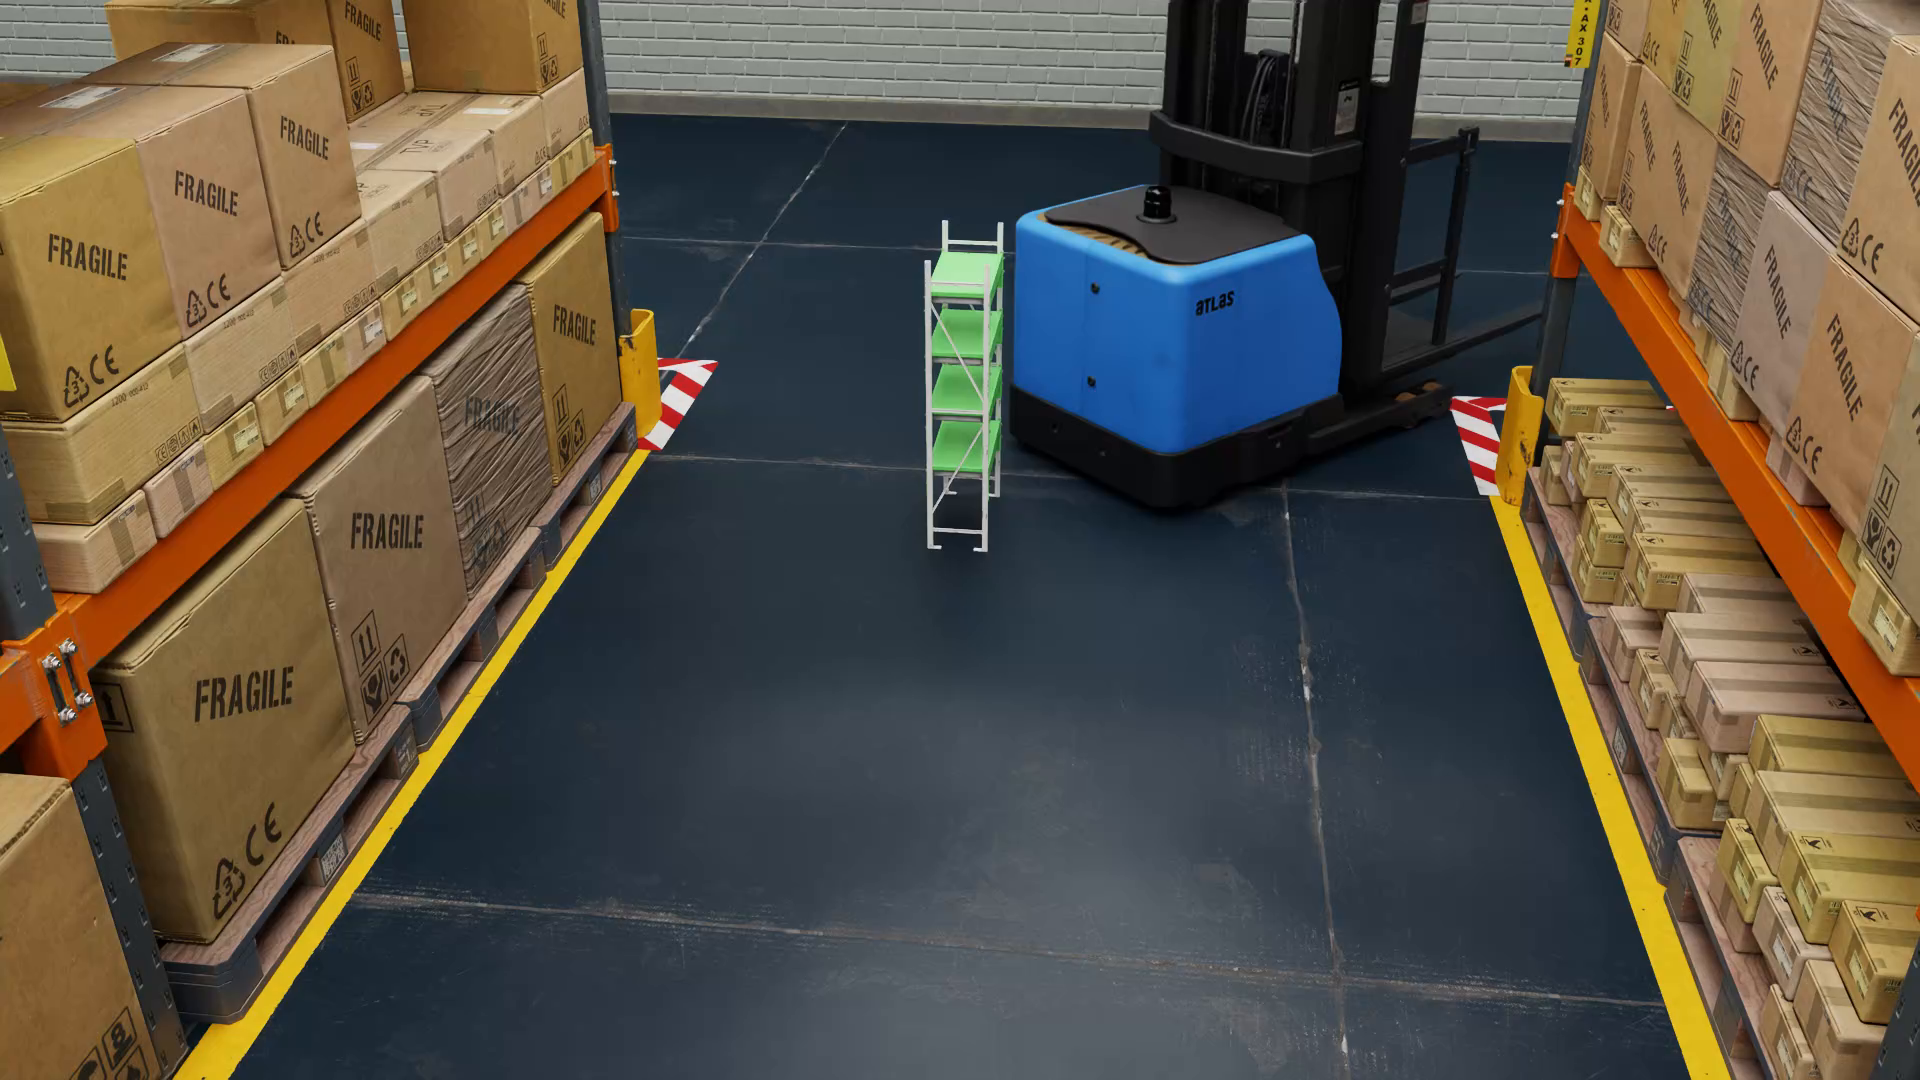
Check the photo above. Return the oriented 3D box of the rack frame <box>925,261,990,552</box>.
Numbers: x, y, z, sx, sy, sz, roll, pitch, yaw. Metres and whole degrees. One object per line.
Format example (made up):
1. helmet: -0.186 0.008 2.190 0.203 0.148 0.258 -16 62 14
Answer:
1. rack frame: -0.010 -0.491 6.397 0.240 1.200 0.015 3 28 6

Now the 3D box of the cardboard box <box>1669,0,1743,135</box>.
1. cardboard box: 2.449 -1.484 4.868 0.500 0.500 0.500 3 28 5

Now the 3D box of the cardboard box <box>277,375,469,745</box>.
1. cardboard box: -2.221 0.022 5.344 0.875 0.875 0.875 3 28 6

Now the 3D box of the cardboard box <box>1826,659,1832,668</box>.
1. cardboard box: 2.446 0.373 5.145 0.380 0.149 0.250 5 29 9

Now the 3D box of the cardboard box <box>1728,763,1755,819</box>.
1. cardboard box: 2.306 0.742 4.460 0.380 0.149 0.250 4 29 7

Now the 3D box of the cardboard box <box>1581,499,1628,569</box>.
1. cardboard box: 2.419 -0.015 5.864 0.380 0.149 0.250 4 29 8

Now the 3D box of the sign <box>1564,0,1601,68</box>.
1. sign: 2.370 -1.959 6.310 0.100 0.325 0.005 3 28 6

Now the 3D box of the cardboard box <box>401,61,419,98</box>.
1. cardboard box: -2.328 -1.736 6.655 0.500 0.250 0.500 3 28 5

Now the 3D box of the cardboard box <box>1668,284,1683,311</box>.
1. cardboard box: 2.514 -0.800 5.337 0.380 0.149 0.250 3 28 6

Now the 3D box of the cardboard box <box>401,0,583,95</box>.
1. cardboard box: -1.800 -2.032 6.413 0.500 0.500 0.500 4 29 7

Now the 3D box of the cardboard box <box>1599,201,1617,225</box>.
1. cardboard box: 2.554 -1.180 6.042 0.380 0.149 0.250 4 29 8

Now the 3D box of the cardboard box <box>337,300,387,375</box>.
1. cardboard box: -1.967 -0.618 5.000 0.380 0.149 0.250 4 29 7

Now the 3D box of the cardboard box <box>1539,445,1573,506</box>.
1. cardboard box: 2.527 -0.248 6.610 0.380 0.149 0.250 4 29 7

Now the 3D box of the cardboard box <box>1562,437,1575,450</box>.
1. cardboard box: 2.590 -0.375 6.533 0.380 0.149 0.250 5 29 8

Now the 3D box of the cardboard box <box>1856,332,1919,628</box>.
1. cardboard box: 2.198 -0.082 3.321 0.500 0.500 0.500 3 28 6

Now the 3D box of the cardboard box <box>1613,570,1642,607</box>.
1. cardboard box: 2.476 0.237 5.710 0.380 0.149 0.250 3 29 6

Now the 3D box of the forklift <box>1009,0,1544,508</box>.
1. forklift: 1.689 -1.982 7.338 3.031 2.935 1.130 -21 35 -33

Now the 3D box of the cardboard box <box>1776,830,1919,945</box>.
1. cardboard box: 2.196 0.840 3.964 0.380 0.149 0.250 4 29 7

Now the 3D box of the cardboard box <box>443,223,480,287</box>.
1. cardboard box: -1.873 -0.981 5.674 0.380 0.149 0.250 3 29 6

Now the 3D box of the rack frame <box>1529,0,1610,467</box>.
1. rack frame: 2.909 -1.546 6.457 1.000 3.000 0.127 3 28 6

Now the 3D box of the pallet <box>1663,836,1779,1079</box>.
1. pallet: 2.466 1.246 4.214 1.003 0.211 1.213 3 28 6

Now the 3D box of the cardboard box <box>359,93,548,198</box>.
1. cardboard box: -1.860 -1.464 6.150 0.500 0.250 0.500 3 28 5

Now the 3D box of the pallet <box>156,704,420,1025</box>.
1. pallet: -2.321 0.875 4.903 1.003 0.211 1.213 3 28 6

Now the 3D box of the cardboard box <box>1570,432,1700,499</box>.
1. cardboard box: 2.435 -0.263 6.011 0.380 0.149 0.250 3 28 6

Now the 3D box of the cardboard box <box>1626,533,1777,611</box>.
1. cardboard box: 2.366 0.110 5.319 0.380 0.149 0.250 4 29 7

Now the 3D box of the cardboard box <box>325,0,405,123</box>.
1. cardboard box: -2.389 -1.831 6.040 0.500 0.500 0.500 3 28 5

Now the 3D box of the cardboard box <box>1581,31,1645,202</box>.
1. cardboard box: 2.580 -1.526 6.000 0.500 0.500 0.500 5 29 9

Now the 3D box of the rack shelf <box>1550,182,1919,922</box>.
1. rack shelf: 2.664 -0.288 4.880 1.077 0.370 4.000 3 28 6

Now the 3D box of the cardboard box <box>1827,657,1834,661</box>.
1. cardboard box: 2.963 0.399 5.411 0.380 0.149 0.250 4 29 7

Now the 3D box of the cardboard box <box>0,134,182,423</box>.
1. cardboard box: -2.179 -0.605 3.763 0.500 0.500 0.500 3 28 6

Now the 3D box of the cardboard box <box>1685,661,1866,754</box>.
1. cardboard box: 2.270 0.472 4.647 0.380 0.149 0.250 2 28 4

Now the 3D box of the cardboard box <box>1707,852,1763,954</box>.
1. cardboard box: 2.212 0.957 4.374 0.380 0.149 0.250 2 28 5

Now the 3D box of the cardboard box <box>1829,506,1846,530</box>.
1. cardboard box: 2.336 -0.068 3.978 0.380 0.149 0.250 3 28 5

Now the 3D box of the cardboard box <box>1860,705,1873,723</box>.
1. cardboard box: 2.903 0.513 4.885 0.380 0.149 0.250 3 28 6

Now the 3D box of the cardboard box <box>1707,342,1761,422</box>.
1. cardboard box: 2.342 -0.441 4.670 0.380 0.149 0.250 4 29 7

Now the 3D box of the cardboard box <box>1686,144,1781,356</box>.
1. cardboard box: 2.410 -0.802 4.657 0.500 0.500 0.500 3 28 5

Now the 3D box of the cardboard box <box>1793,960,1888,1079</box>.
1. cardboard box: 2.142 1.109 3.778 0.380 0.149 0.250 4 29 7

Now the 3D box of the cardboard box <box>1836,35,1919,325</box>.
1. cardboard box: 2.266 -0.759 3.523 0.500 0.500 0.500 2 28 5

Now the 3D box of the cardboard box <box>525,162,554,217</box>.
1. cardboard box: -1.780 -1.343 6.346 0.380 0.149 0.250 3 29 6

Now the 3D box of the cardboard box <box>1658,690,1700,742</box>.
1. cardboard box: 2.354 0.597 5.043 0.380 0.149 0.250 4 29 7

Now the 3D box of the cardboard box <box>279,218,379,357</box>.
1. cardboard box: -2.050 -0.748 4.820 0.500 0.250 0.500 4 29 7

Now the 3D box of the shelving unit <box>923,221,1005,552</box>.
1. shelving unit: 0.020 -0.606 6.610 0.258 1.200 0.503 3 28 6

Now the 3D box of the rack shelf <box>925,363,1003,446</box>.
1. rack shelf: 0.020 -0.550 6.640 0.258 0.148 0.480 3 28 6

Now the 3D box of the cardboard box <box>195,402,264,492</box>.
1. cardboard box: -2.061 -0.256 4.327 0.380 0.149 0.250 4 29 8
